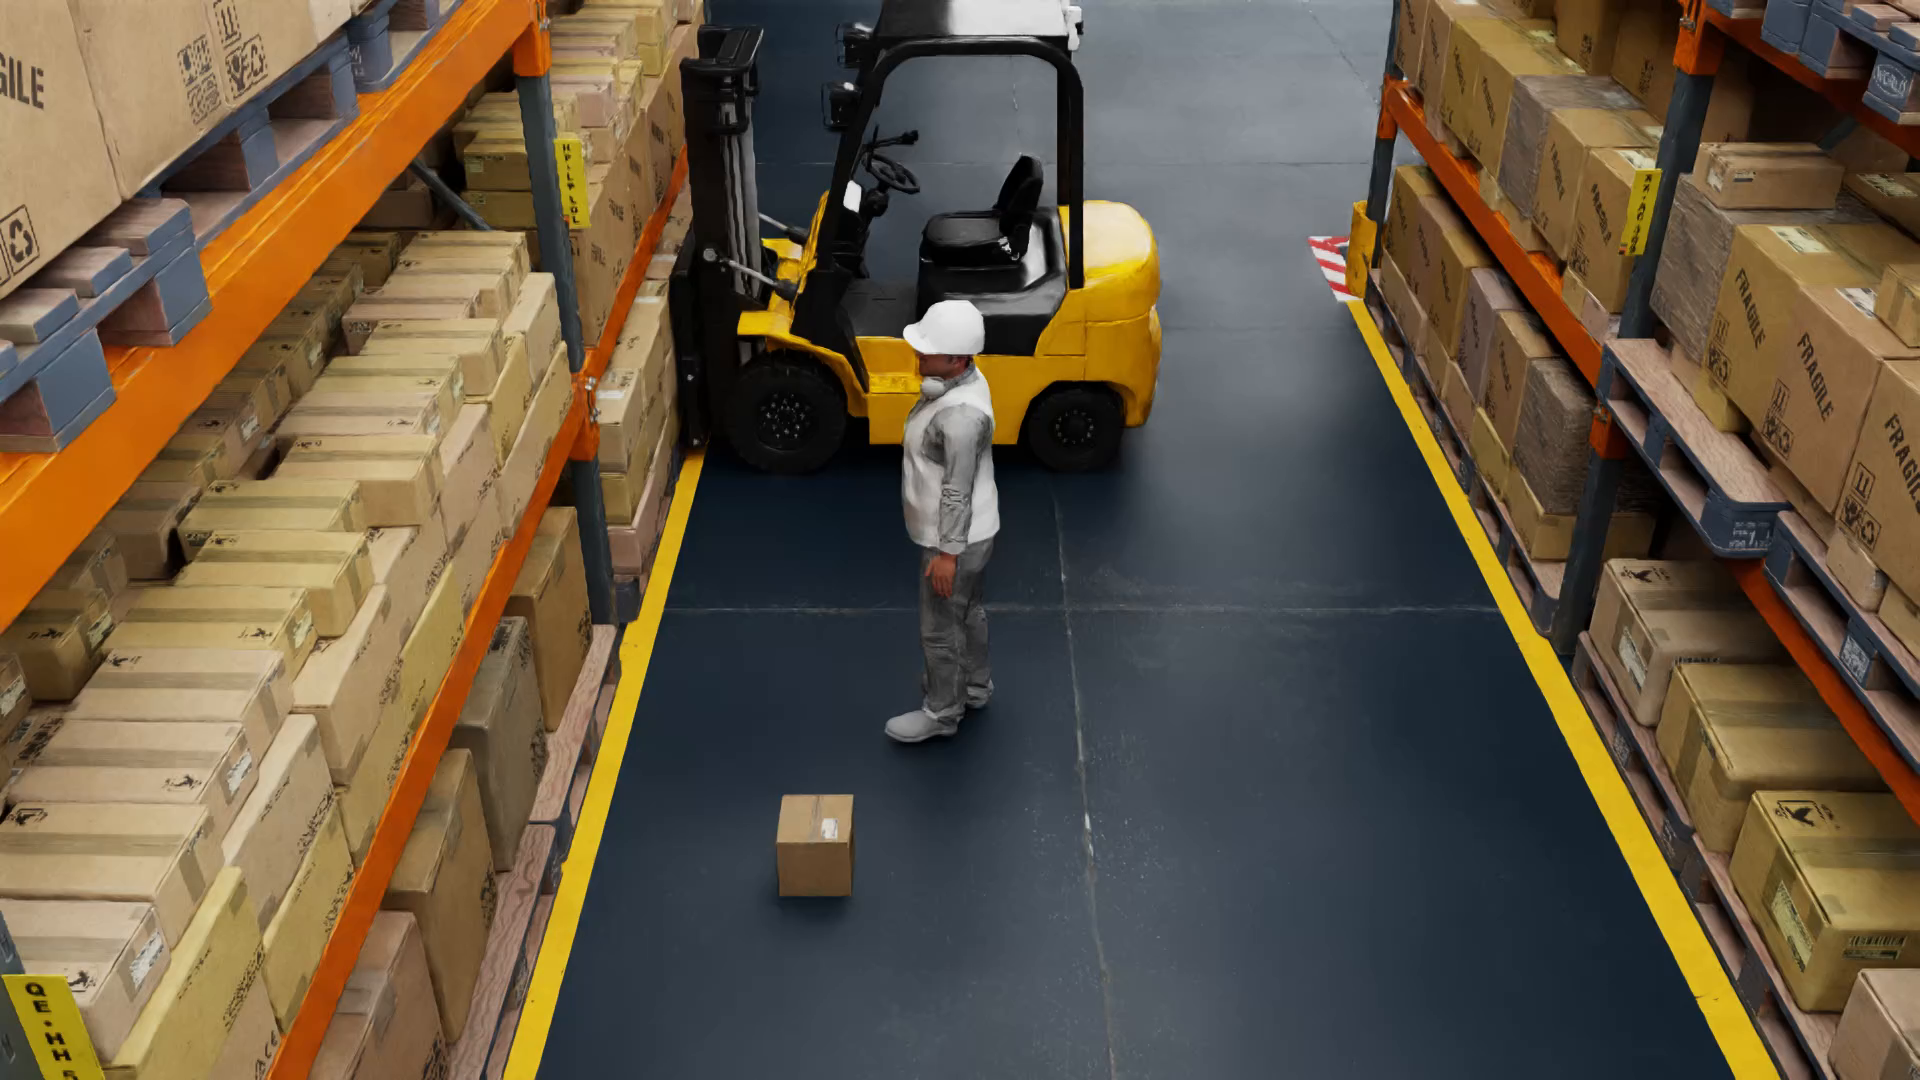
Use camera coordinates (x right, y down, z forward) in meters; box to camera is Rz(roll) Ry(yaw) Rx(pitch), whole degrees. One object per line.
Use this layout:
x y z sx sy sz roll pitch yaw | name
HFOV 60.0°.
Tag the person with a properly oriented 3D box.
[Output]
-0.074 -0.068 6.187 0.441 1.772 0.619 0 31 0 | person
